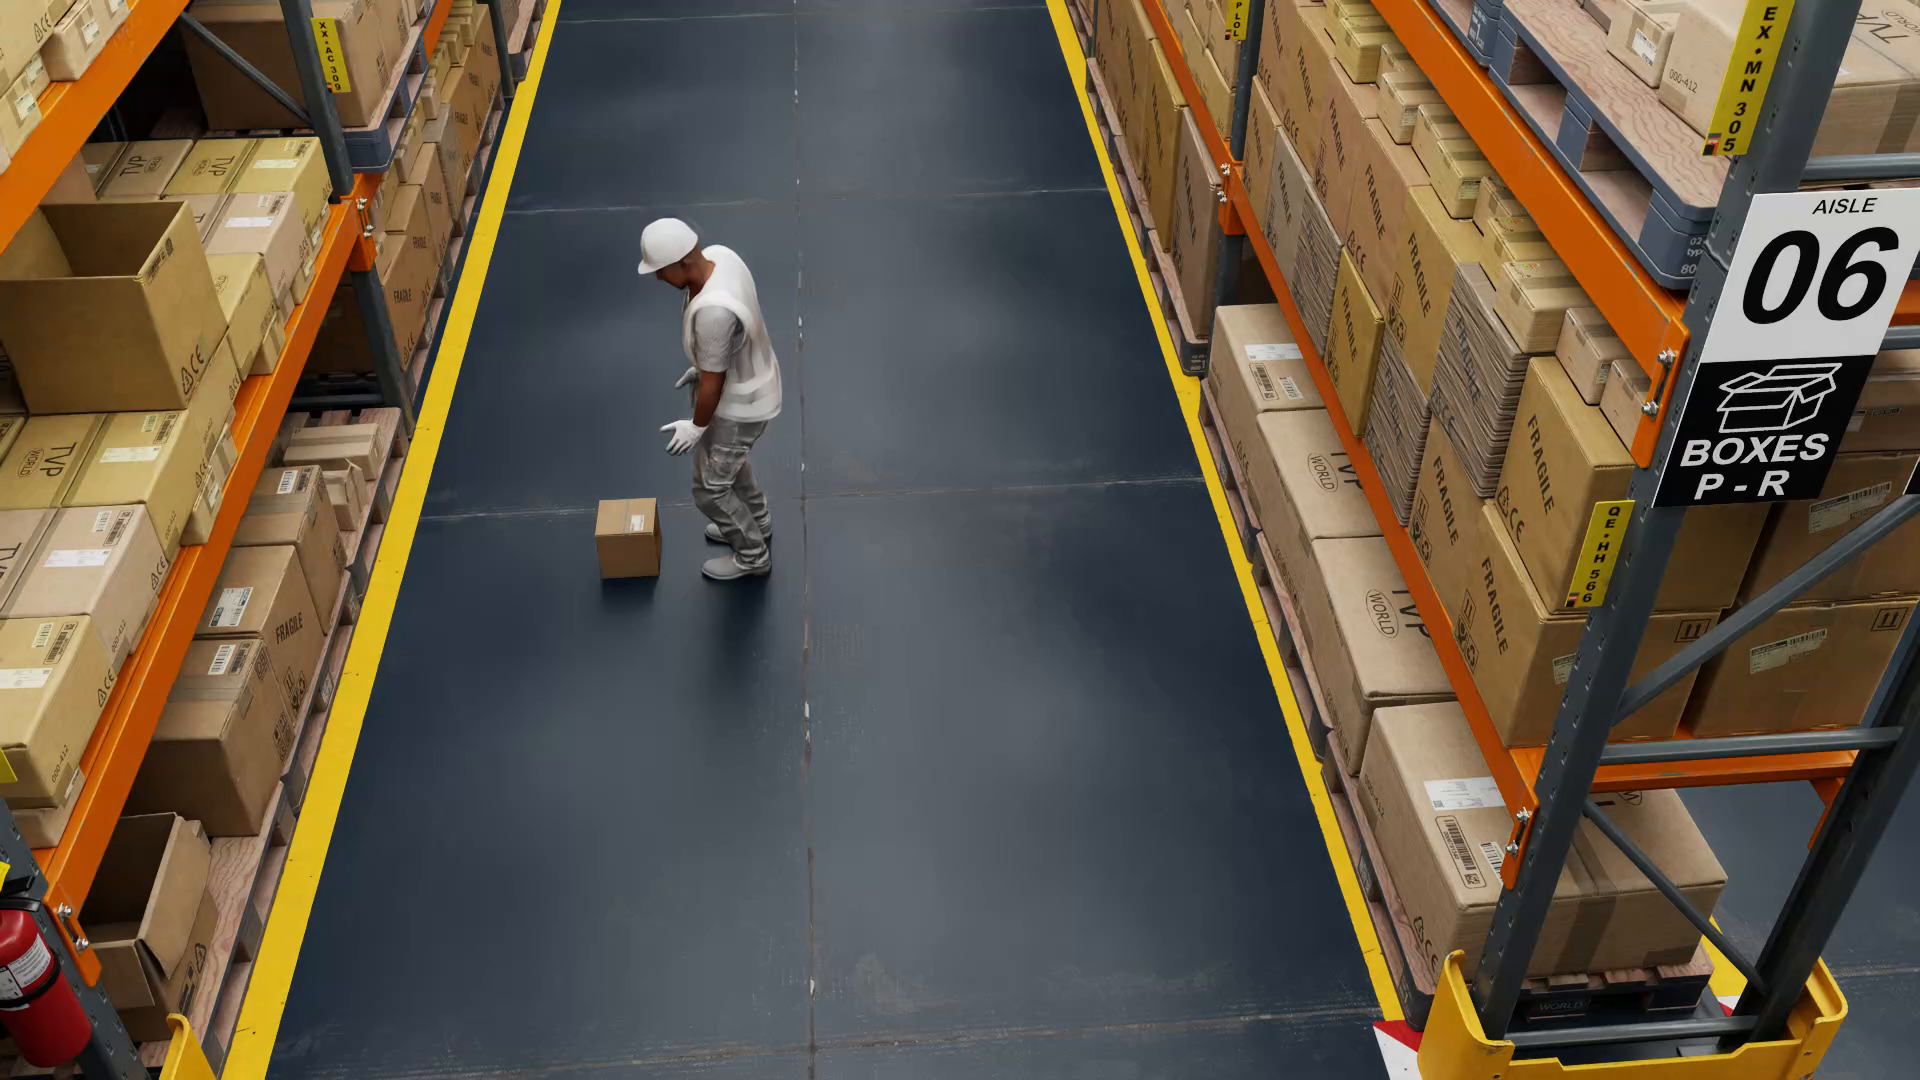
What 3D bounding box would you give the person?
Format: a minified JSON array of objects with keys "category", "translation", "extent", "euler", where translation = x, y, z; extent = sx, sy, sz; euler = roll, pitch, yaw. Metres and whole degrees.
[{"category":"person","translation":[-1.002,-0.578,6.931],"extent":[0.517,1.695,0.584],"euler":[-2,39,-3]}]
